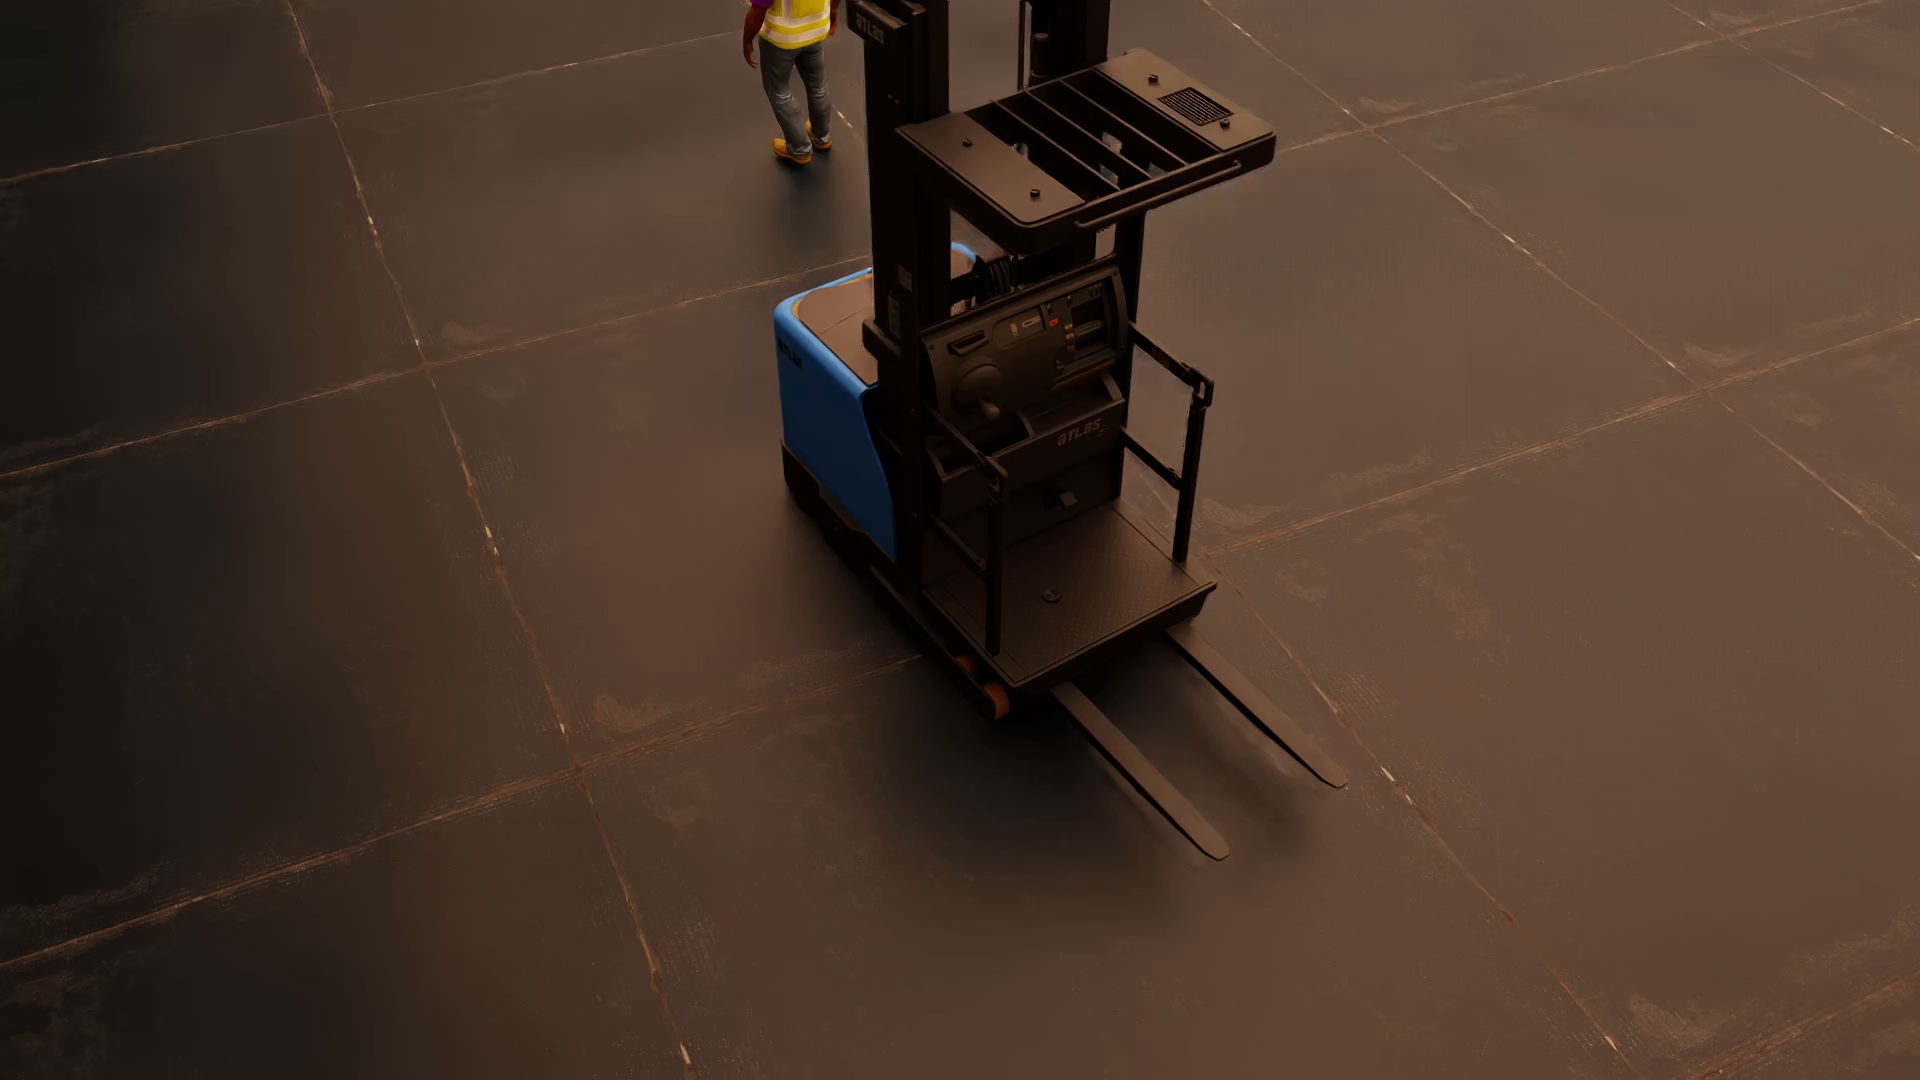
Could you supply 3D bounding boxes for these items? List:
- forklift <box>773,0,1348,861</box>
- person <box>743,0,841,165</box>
[{"bbox_3d":[0.393,-0.691,6.420,1.130,2.935,3.031,-25,48,-24],"label":"forklift"},{"bbox_3d":[-1.007,-3.010,9.748,0.665,1.762,0.588,-28,50,-27],"label":"person"}]
